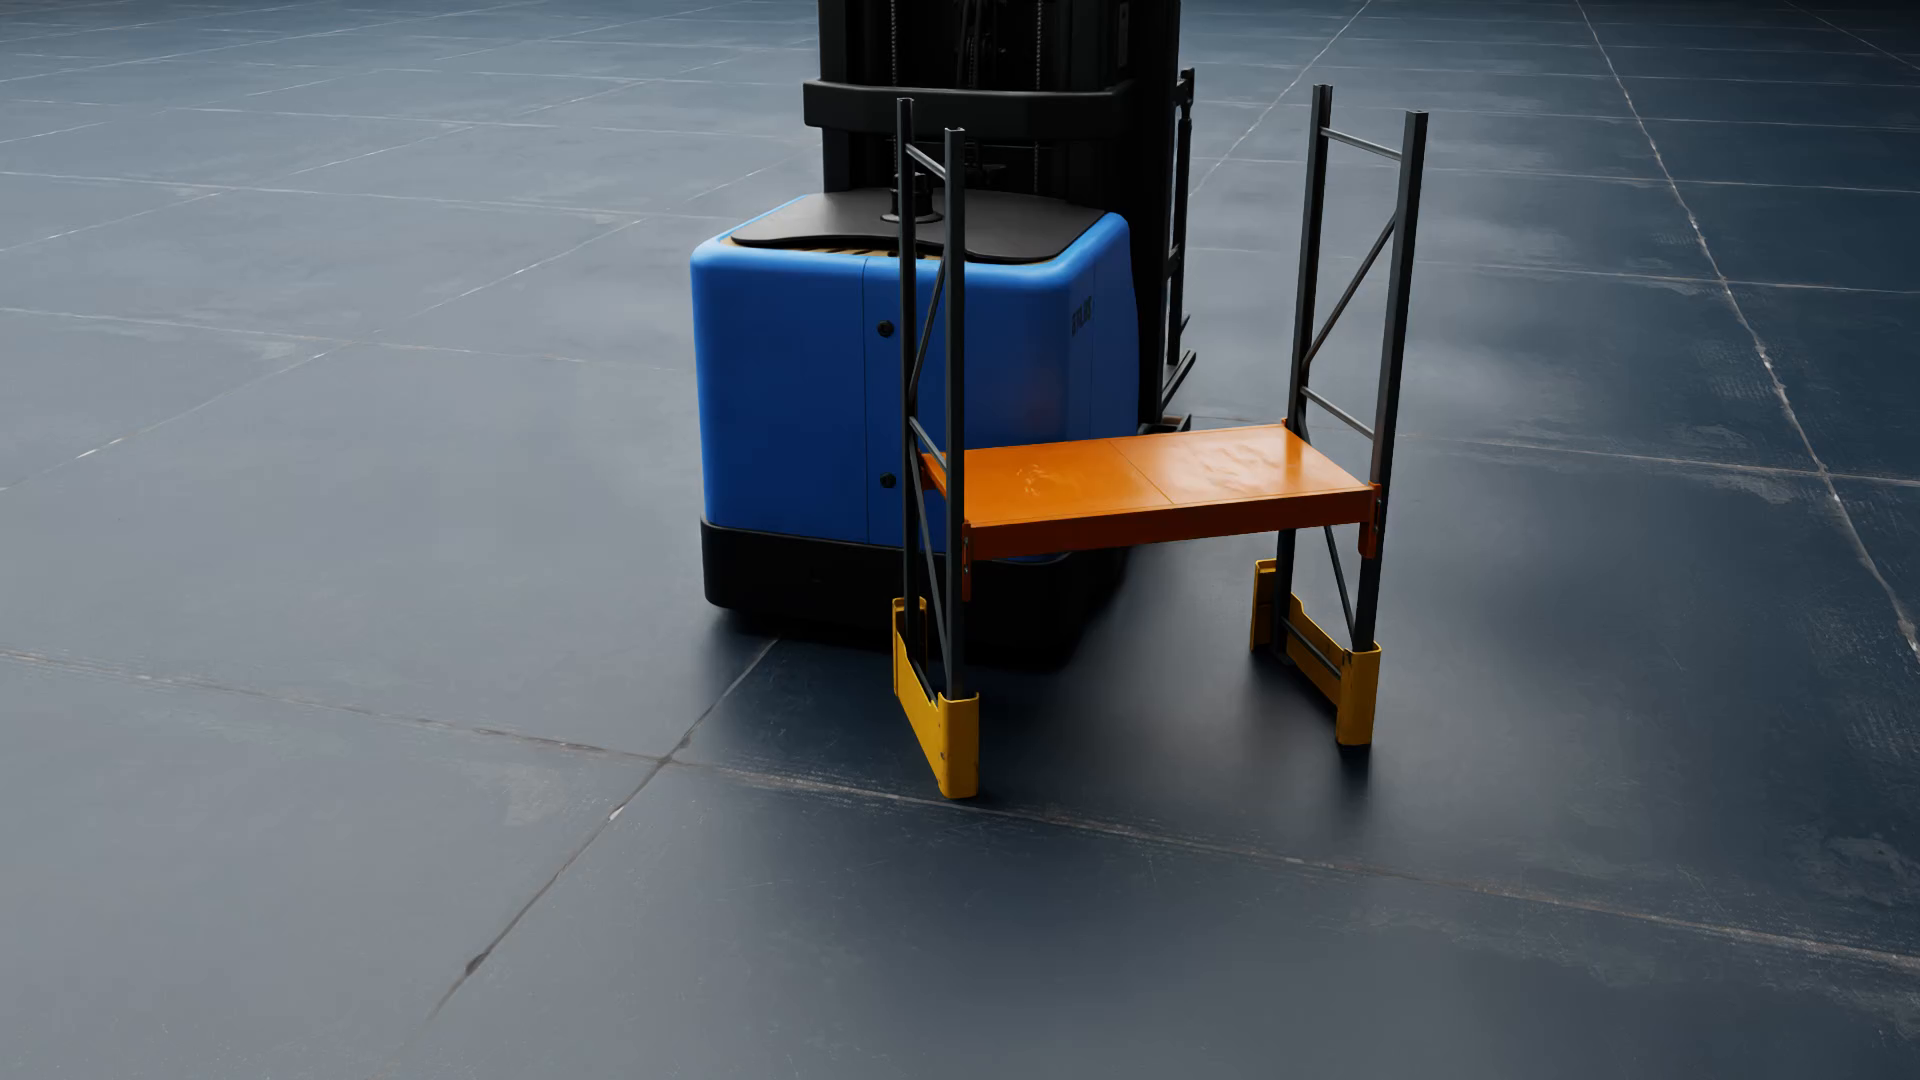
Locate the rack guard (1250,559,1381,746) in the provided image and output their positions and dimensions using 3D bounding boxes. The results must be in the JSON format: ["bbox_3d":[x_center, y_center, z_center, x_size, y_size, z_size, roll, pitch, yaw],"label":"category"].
[{"bbox_3d":[0.901,0.276,4.267,0.087,0.250,0.587,-6,23,-13],"label":"rack guard"}]

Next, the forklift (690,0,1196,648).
[{"bbox_3d":[0.198,-1.601,5.312,1.130,2.935,3.031,7,23,16],"label":"forklift"}]

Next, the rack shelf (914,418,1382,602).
[{"bbox_3d":[0.427,-0.090,3.987,1.000,0.185,0.538,-6,23,-13],"label":"rack shelf"}]

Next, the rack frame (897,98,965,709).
[{"bbox_3d":[-0.066,-0.209,3.803,0.032,1.500,0.500,-6,23,-13],"label":"rack frame"}]

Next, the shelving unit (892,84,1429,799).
[{"bbox_3d":[0.418,-0.255,3.917,1.083,1.500,0.587,-6,23,-13],"label":"shelving unit"}]

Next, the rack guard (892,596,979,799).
[{"bbox_3d":[-0.065,0.369,4.040,0.087,0.250,0.587,-6,23,-13],"label":"rack guard"}]

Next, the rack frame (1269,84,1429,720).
[{"bbox_3d":[0.919,-0.304,4.035,0.032,1.500,0.500,-6,23,-13],"label":"rack frame"}]
